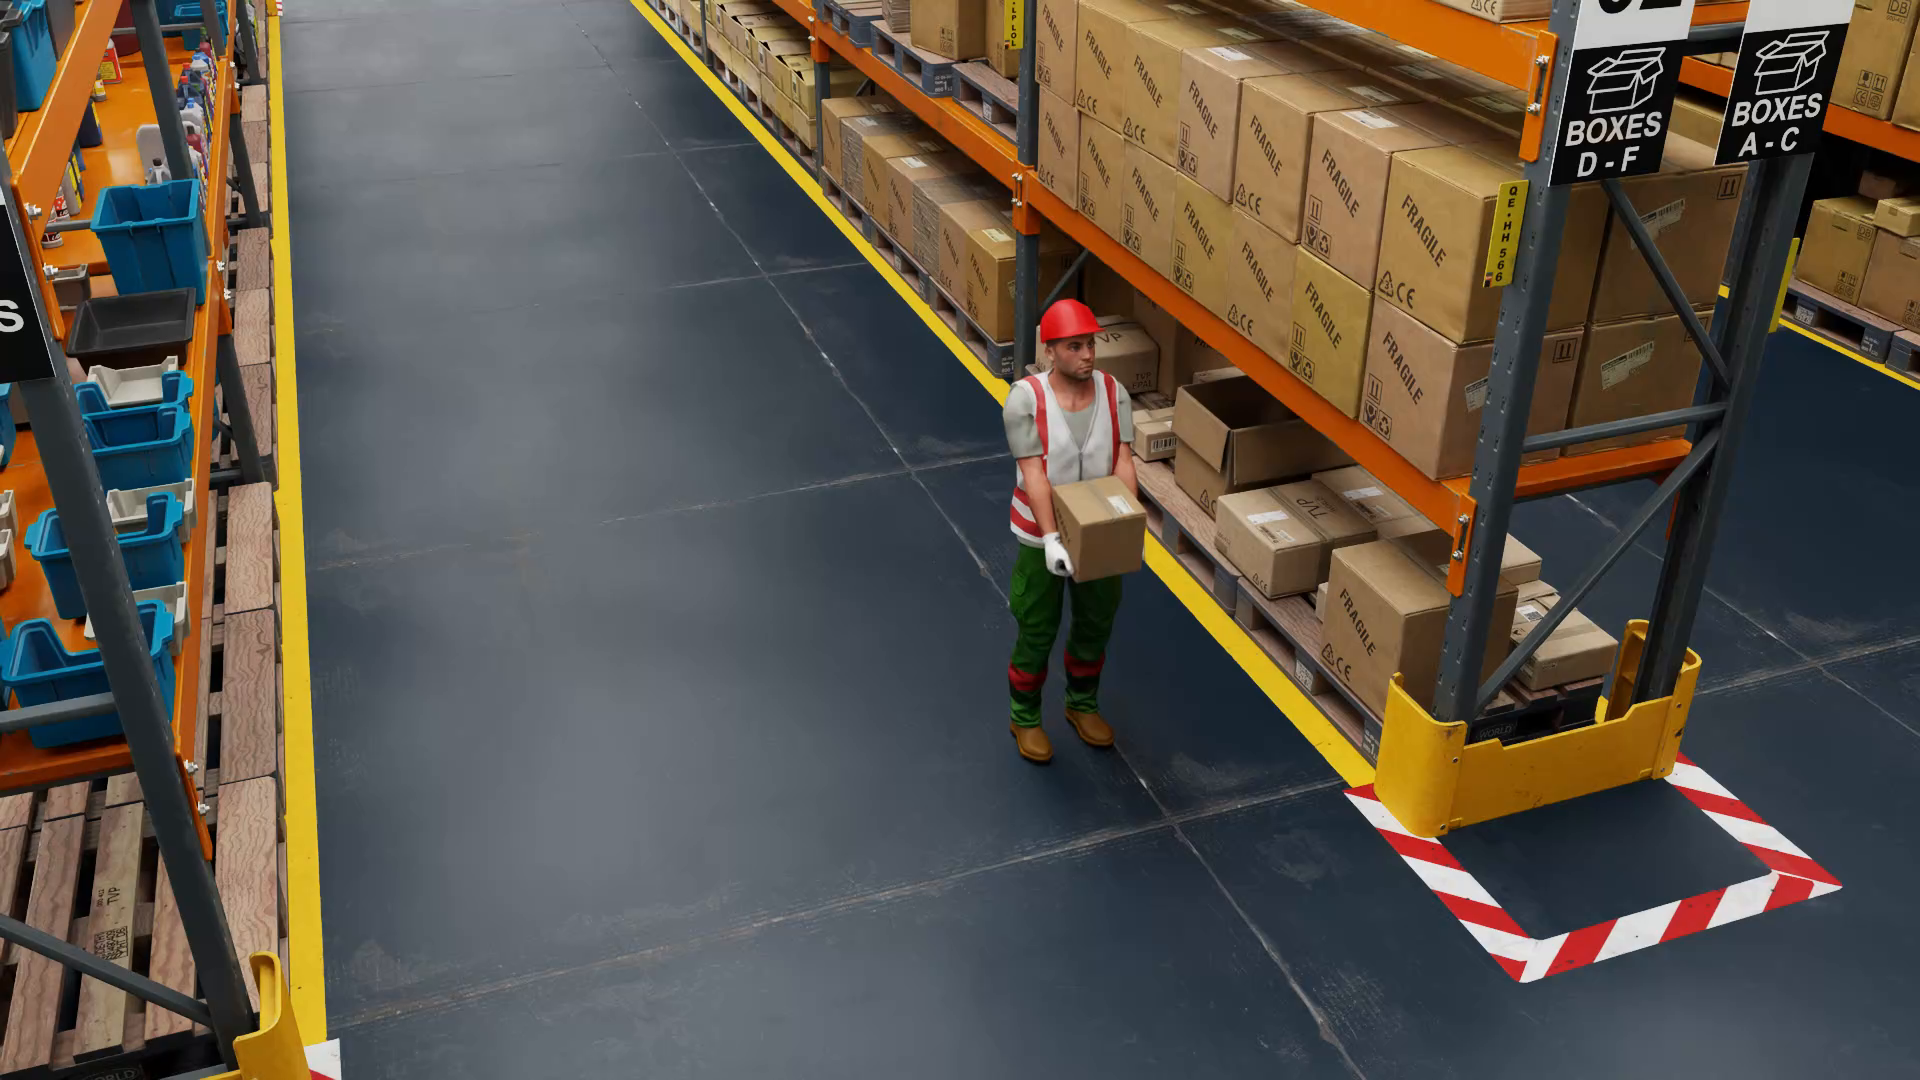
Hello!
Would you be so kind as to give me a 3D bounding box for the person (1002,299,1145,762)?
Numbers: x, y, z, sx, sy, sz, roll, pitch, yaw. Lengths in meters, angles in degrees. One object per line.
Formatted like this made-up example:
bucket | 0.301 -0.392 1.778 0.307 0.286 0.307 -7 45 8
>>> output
person | 0.432 0.022 6.071 0.494 1.783 0.563 -10 31 -18
